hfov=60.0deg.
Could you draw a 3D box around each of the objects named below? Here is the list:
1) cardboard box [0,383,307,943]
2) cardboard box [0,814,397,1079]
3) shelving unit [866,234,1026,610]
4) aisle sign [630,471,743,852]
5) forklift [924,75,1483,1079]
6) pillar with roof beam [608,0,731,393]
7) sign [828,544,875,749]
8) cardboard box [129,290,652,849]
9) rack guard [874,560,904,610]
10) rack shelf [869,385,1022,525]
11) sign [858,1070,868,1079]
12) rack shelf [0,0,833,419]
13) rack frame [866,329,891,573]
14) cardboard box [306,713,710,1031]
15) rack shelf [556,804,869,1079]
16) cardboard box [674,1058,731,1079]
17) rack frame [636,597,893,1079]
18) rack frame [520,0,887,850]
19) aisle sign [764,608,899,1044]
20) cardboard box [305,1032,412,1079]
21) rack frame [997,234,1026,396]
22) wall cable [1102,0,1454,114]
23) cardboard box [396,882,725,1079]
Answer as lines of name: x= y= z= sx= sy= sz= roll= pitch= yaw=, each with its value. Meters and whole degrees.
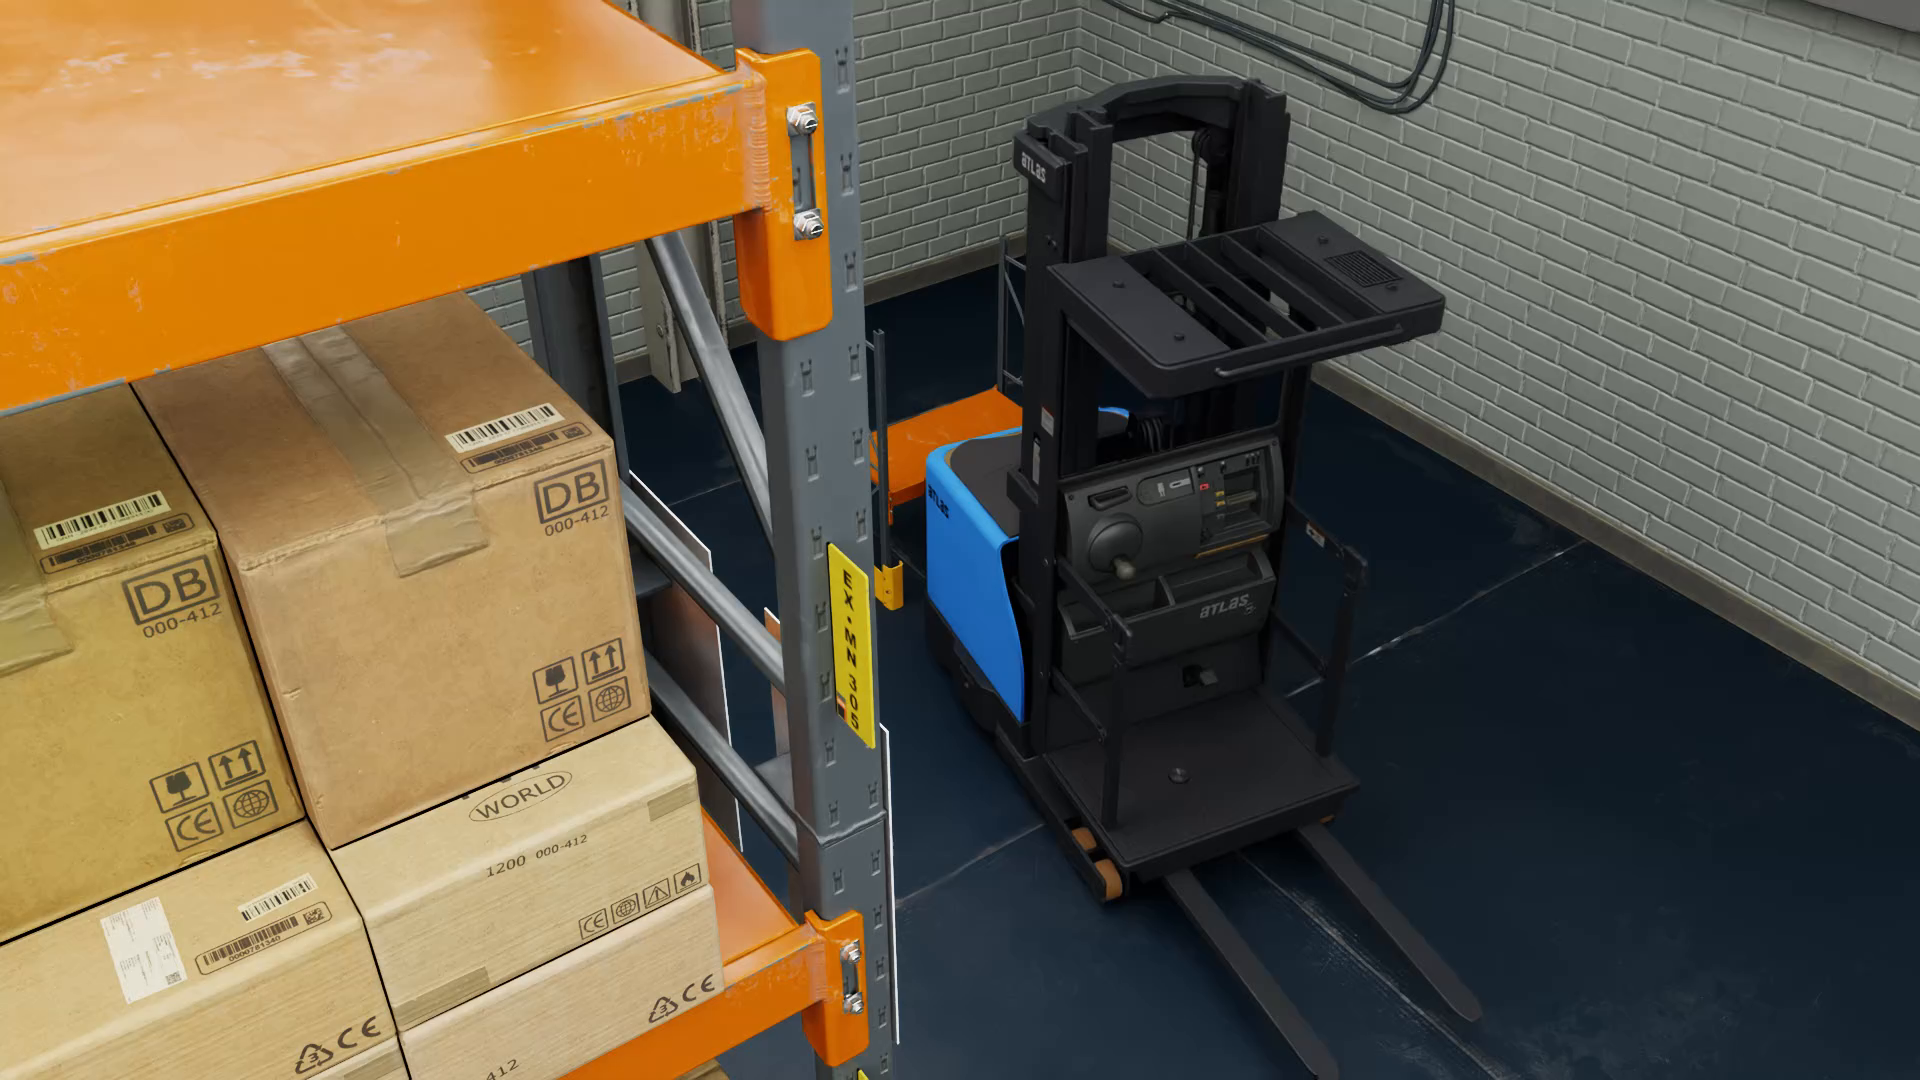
cardboard box: x=-1.330 y=0.110 z=2.331 sx=0.500 sy=0.500 sz=0.700 roll=-22 pitch=41 yaw=-28
cardboard box: x=-1.143 y=0.569 z=2.335 sx=0.500 sy=0.250 sz=0.500 roll=-22 pitch=41 yaw=-28
shelving unit: x=-0.062 y=-0.583 z=8.090 sx=1.083 sy=1.500 sz=0.587 roll=-22 pitch=41 yaw=-28
aisle sign: x=-0.575 y=0.247 z=3.424 sx=0.004 sy=0.787 sz=0.394 roll=-22 pitch=41 yaw=-28
forklift: x=0.908 y=-0.054 z=6.128 sx=1.130 sy=2.935 sz=3.031 roll=-15 pitch=38 yaw=-20
pillar with roof beam: x=0.870 y=-2.599 z=4.470 sx=0.400 sy=9.000 sz=9.100 roll=-22 pitch=41 yaw=-28
sign: x=-0.159 y=0.160 z=2.445 sx=0.005 sy=0.325 sz=0.100 roll=-22 pitch=41 yaw=-28
cardboard box: x=-0.872 y=-0.018 z=2.509 sx=0.500 sy=0.500 sz=0.700 roll=-22 pitch=41 yaw=-28
rack guard: x=-0.469 y=0.092 z=8.222 sx=0.087 sy=0.250 sz=0.587 roll=-22 pitch=41 yaw=-28
rack shelf: x=-0.070 y=-0.434 z=8.191 sx=1.000 sy=0.185 sz=0.538 roll=-22 pitch=41 yaw=-28
sign: x=-0.159 y=1.139 z=3.149 sx=0.005 sy=0.325 sz=0.100 roll=-22 pitch=41 yaw=-28
rack shelf: x=-2.097 y=-0.004 z=1.481 sx=4.000 sy=0.370 sz=1.077 roll=-22 pitch=41 yaw=-28
rack frame: x=-0.485 y=-0.409 z=7.848 sx=0.032 sy=1.500 sz=0.500 roll=-22 pitch=41 yaw=-28
cardboard box: x=-0.735 y=0.400 z=2.569 sx=0.500 sy=0.250 sz=0.500 roll=-22 pitch=41 yaw=-28
rack shelf: x=-2.097 y=1.213 z=2.356 sx=4.000 sy=0.370 sz=1.077 roll=-22 pitch=41 yaw=-28
cardboard box: x=-0.667 y=1.300 z=3.245 sx=0.500 sy=0.500 sz=0.500 roll=-23 pitch=42 yaw=-28
rack frame: x=-0.462 y=1.466 z=3.957 sx=0.127 sy=3.000 sz=1.000 roll=-22 pitch=41 yaw=-28
rack frame: x=-0.462 y=-0.970 z=2.205 sx=0.127 sy=3.000 sz=1.000 roll=-22 pitch=41 yaw=-28
aisle sign: x=-0.230 y=0.533 z=3.026 sx=0.004 sy=0.787 sz=0.394 roll=-22 pitch=41 yaw=-28
cardboard box: x=-1.145 y=0.770 z=2.483 sx=0.500 sy=0.250 sz=0.500 roll=-22 pitch=41 yaw=-28
rack frame: x=0.346 y=-0.751 z=8.323 sx=0.032 sy=1.500 sz=0.500 roll=-22 pitch=41 yaw=-28
wall cable: x=1.510 y=-3.804 z=8.805 sx=0.112 sy=2.526 sz=3.097 roll=-22 pitch=41 yaw=-28
cardboard box: x=-0.730 y=0.607 z=2.709 sx=0.500 sy=0.250 sz=0.500 roll=-22 pitch=41 yaw=-28
